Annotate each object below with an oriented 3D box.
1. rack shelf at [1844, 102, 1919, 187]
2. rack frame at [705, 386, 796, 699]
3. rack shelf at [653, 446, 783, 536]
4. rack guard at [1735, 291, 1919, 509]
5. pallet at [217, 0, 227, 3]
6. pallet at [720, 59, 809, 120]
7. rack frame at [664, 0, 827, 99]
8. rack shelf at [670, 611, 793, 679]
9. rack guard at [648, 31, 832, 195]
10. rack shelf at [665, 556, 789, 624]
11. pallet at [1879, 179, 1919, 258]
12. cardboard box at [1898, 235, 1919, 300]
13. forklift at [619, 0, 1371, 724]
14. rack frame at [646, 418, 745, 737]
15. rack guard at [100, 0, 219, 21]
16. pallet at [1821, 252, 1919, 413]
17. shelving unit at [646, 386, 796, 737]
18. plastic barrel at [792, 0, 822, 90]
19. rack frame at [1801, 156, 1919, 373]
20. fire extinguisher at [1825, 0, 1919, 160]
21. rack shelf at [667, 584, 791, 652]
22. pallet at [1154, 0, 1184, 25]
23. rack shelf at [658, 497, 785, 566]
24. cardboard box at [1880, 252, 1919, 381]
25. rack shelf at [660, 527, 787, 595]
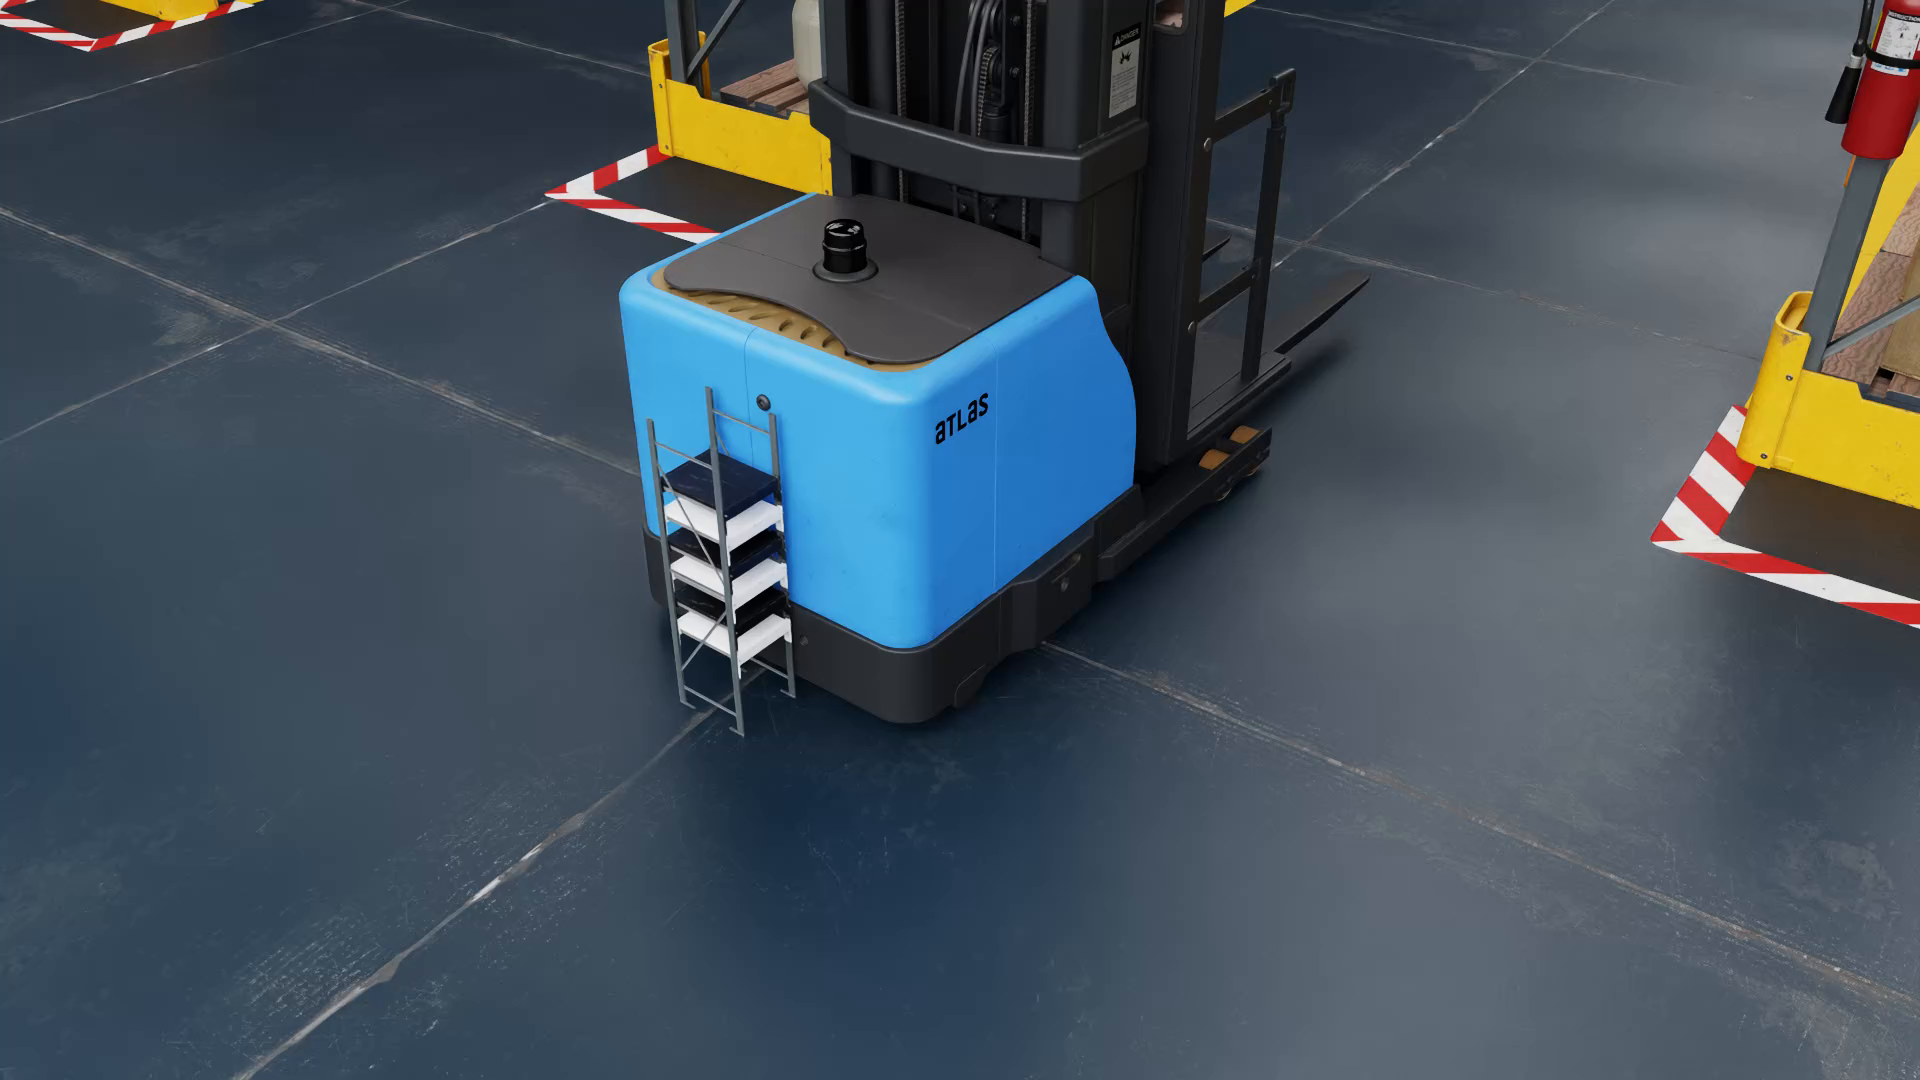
[{"bbox_3d":[4.303,-2.003,6.176,1.077,0.370,4.000,21,39,28],"label":"rack shelf"},{"bbox_3d":[-0.551,0.024,4.411,0.240,0.900,0.006,23,40,30],"label":"rack frame"},{"bbox_3d":[-0.613,-0.127,4.212,0.258,0.077,0.200,23,40,30],"label":"rack shelf"},{"bbox_3d":[3.206,-0.380,5.365,1.175,0.500,0.348,21,39,28],"label":"rack guard"},{"bbox_3d":[-4.572,-3.756,10.616,1.003,0.211,1.213,21,39,28],"label":"pallet"},{"bbox_3d":[-0.434,-2.229,8.358,1.003,0.211,1.213,21,39,28],"label":"pallet"},{"bbox_3d":[-0.907,-2.962,6.953,1.000,3.000,0.127,21,39,28],"label":"rack frame"},{"bbox_3d":[-0.613,0.246,4.464,0.258,0.077,0.200,23,40,30],"label":"rack shelf"},{"bbox_3d":[-0.902,-1.977,7.727,1.175,0.500,0.348,21,39,28],"label":"rack guard"},{"bbox_3d":[-0.613,0.097,4.363,0.258,0.077,0.200,23,40,30],"label":"rack shelf"},{"bbox_3d":[4.394,-1.182,6.809,1.003,0.211,1.213,21,39,28],"label":"pallet"},{"bbox_3d":[3.845,-1.087,6.036,0.500,0.500,0.500,-25,41,-32],"label":"cardboard box"},{"bbox_3d":[0.385,-1.494,4.843,1.130,2.935,3.031,23,40,30],"label":"forklift"},{"bbox_3d":[-0.675,0.114,4.278,0.240,0.900,0.006,23,40,30],"label":"rack frame"},{"bbox_3d":[-4.987,-3.500,9.979,1.175,0.500,0.348,21,39,28],"label":"rack guard"},{"bbox_3d":[3.698,-0.623,5.982,1.003,0.211,1.213,21,39,28],"label":"pallet"},{"bbox_3d":[-0.613,0.069,4.345,0.258,0.900,0.210,23,40,30],"label":"shelving unit"},{"bbox_3d":[-0.594,-2.433,8.016,0.421,0.512,0.421,0,34,0],"label":"plastic barrel"},{"bbox_3d":[3.162,-1.380,4.613,1.000,3.000,0.127,21,39,28],"label":"rack frame"},{"bbox_3d":[2.718,-1.443,4.775,0.296,0.674,0.183,21,39,28],"label":"fire extinguisher"},{"bbox_3d":[-0.613,0.171,4.414,0.258,0.077,0.200,23,40,30],"label":"rack shelf"},{"bbox_3d":[0.957,-3.352,10.019,1.003,0.211,1.213,21,39,28],"label":"pallet"},{"bbox_3d":[-0.613,-0.053,4.263,0.258,0.077,0.200,23,40,30],"label":"rack shelf"},{"bbox_3d":[3.532,-0.801,5.613,0.500,0.500,0.500,-29,43,-35],"label":"cardboard box"},{"bbox_3d":[-0.613,0.022,4.313,0.258,0.077,0.200,23,40,30],"label":"rack shelf"}]
